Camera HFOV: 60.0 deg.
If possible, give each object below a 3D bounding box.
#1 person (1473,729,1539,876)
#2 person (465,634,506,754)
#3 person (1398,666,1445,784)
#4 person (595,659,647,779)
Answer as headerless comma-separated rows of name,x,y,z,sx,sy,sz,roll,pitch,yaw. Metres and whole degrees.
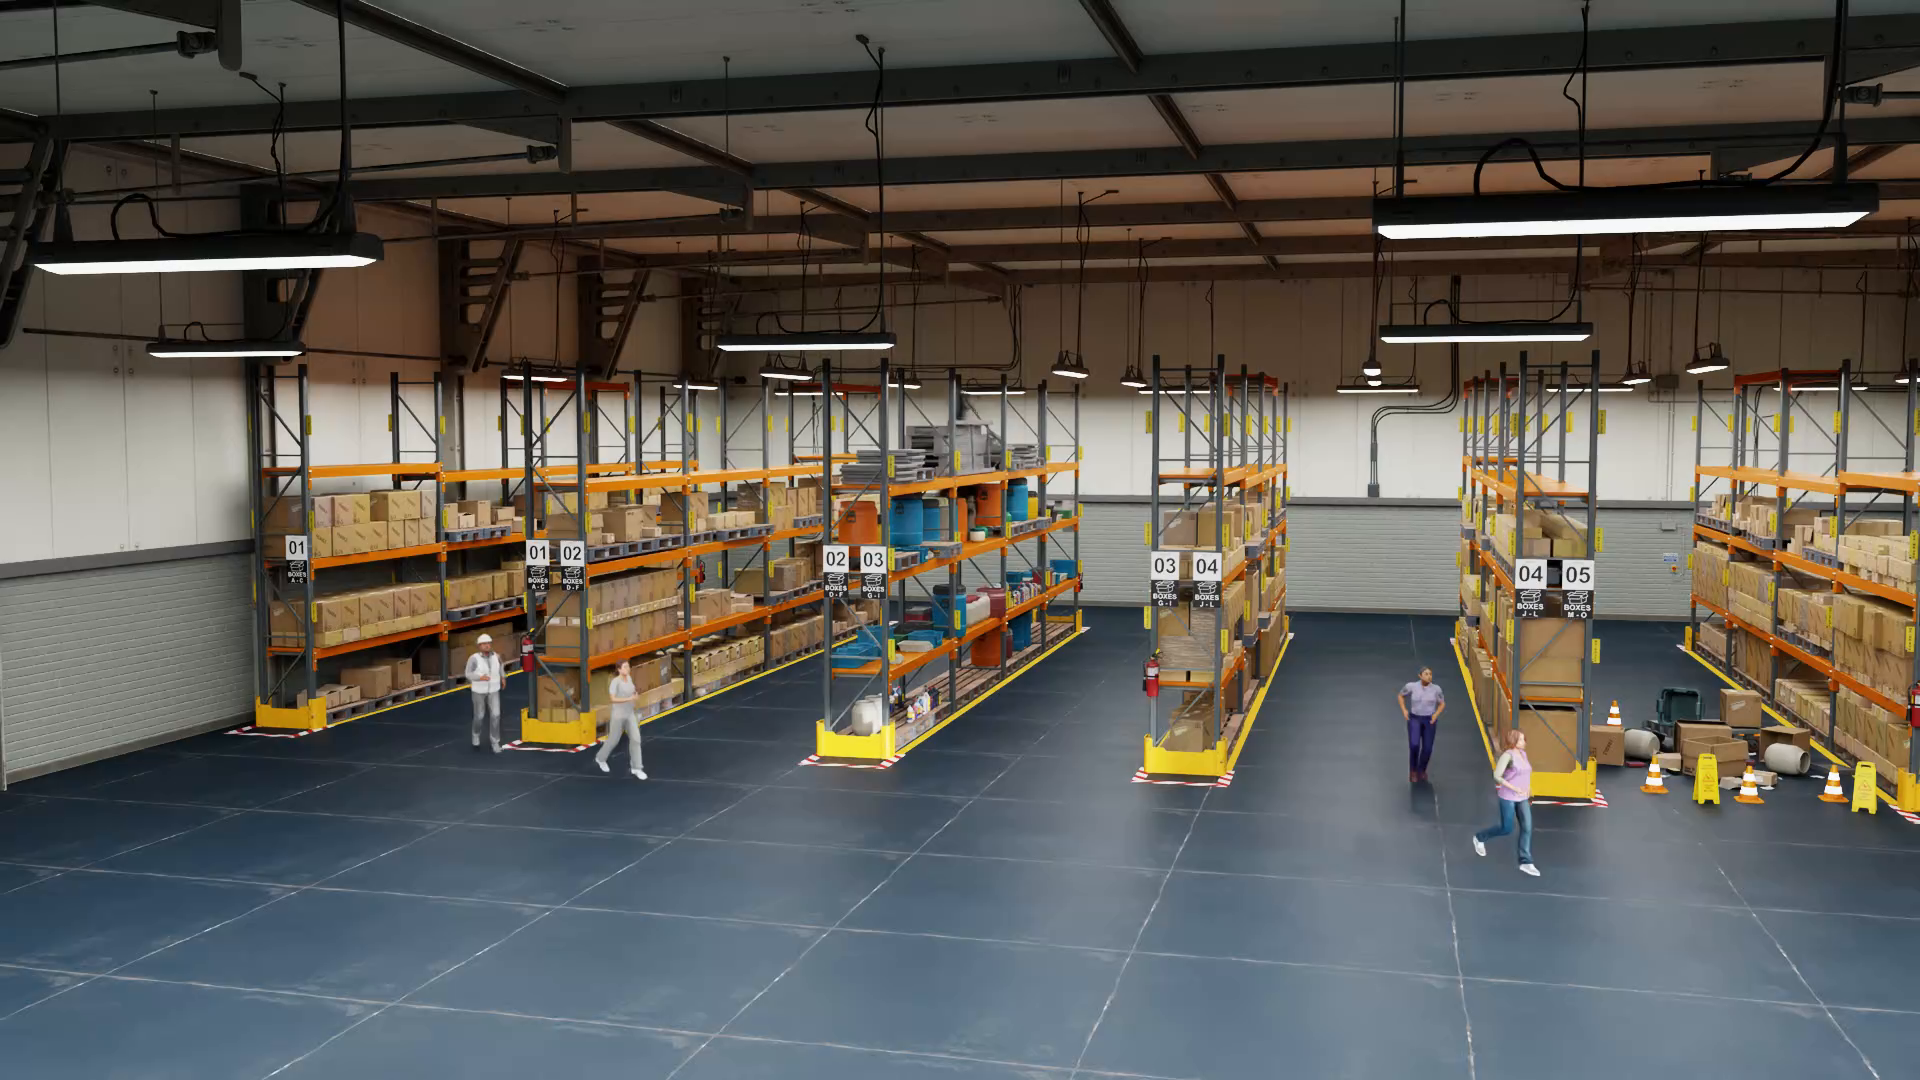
person,6.246,2.918,18.733,0.575,1.576,0.848,-3,5,-34
person,-7.310,2.355,25.615,0.667,1.836,0.785,-3,5,-33
person,6.478,2.589,23.318,0.609,1.648,0.648,0,4,6
person,-4.810,2.512,23.596,0.948,1.678,0.552,3,5,35
